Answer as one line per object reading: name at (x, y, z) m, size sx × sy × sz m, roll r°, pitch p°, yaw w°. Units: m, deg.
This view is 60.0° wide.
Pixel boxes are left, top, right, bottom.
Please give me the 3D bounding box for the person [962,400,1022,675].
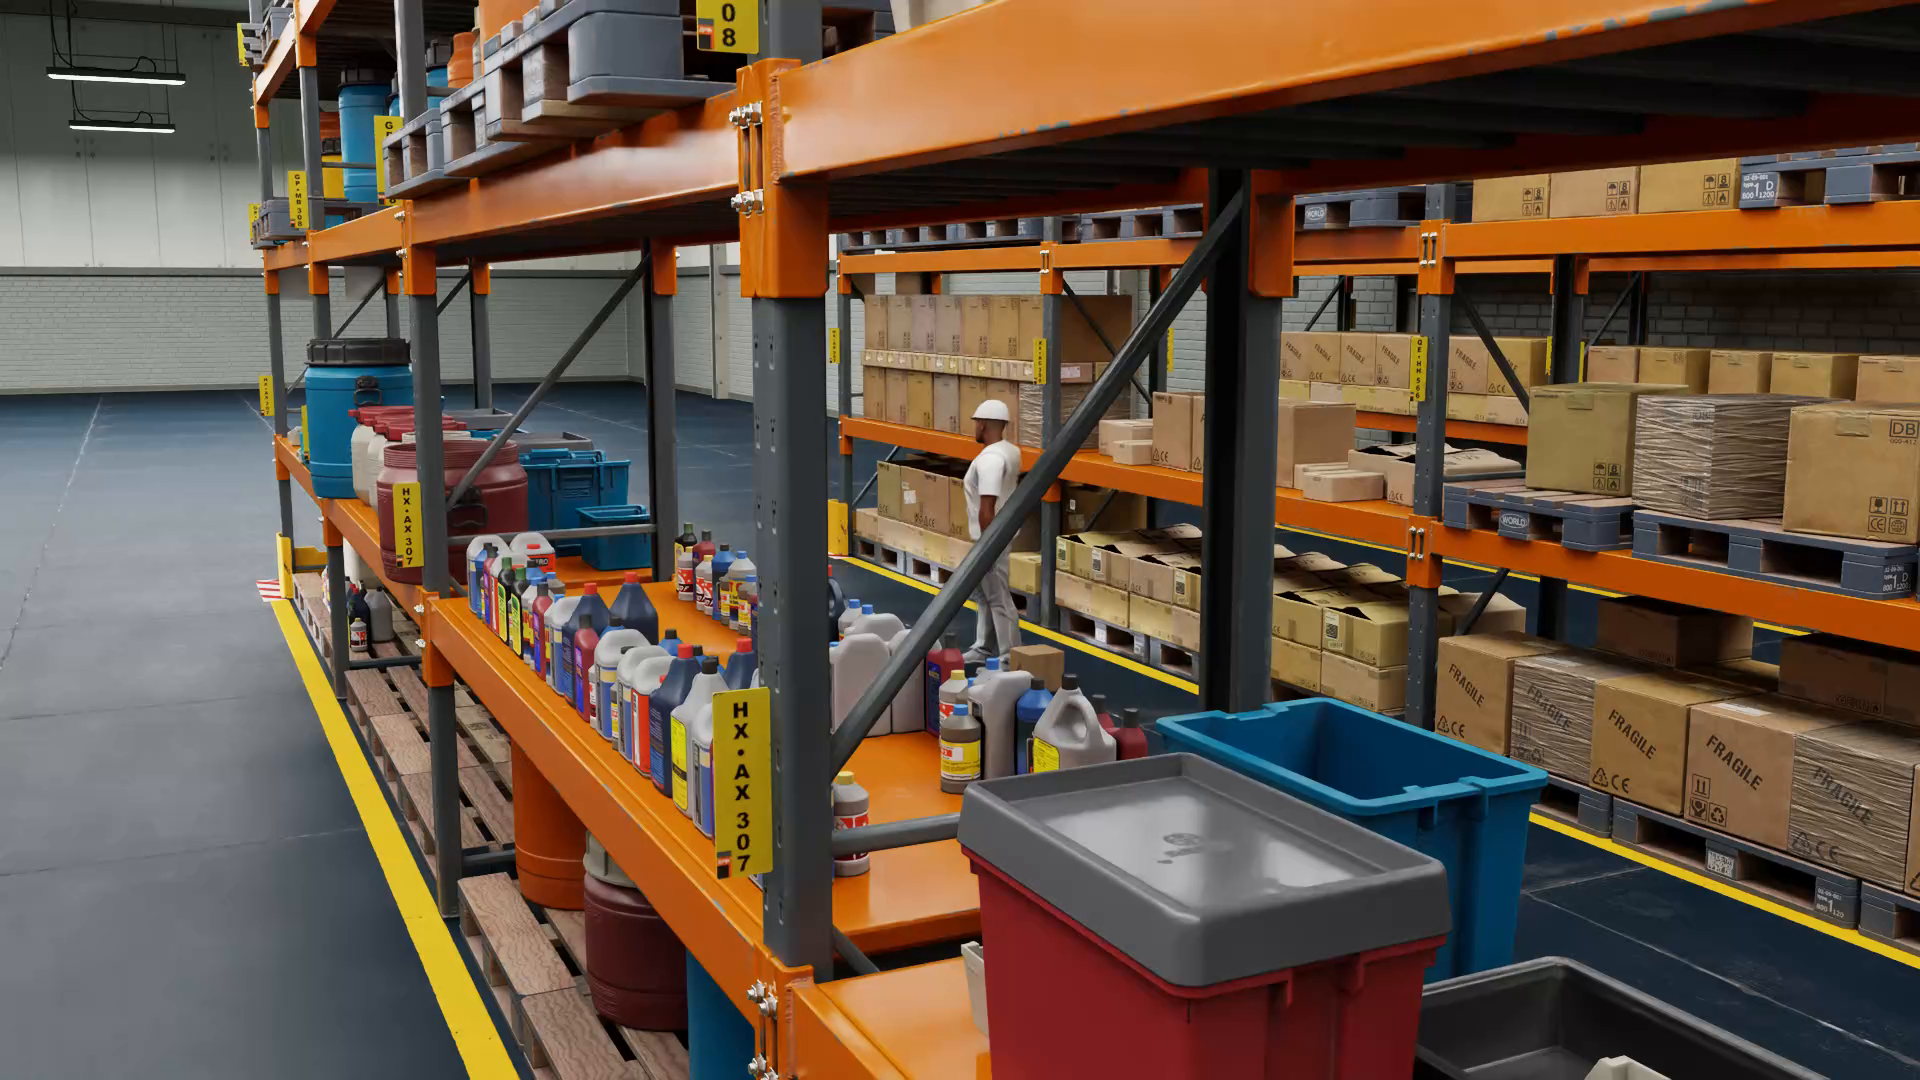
person at (0.164, -0.022, 10.776) m, size 0.531 × 1.768 × 0.668 m, roll 1°, pitch 9°, yaw 10°
